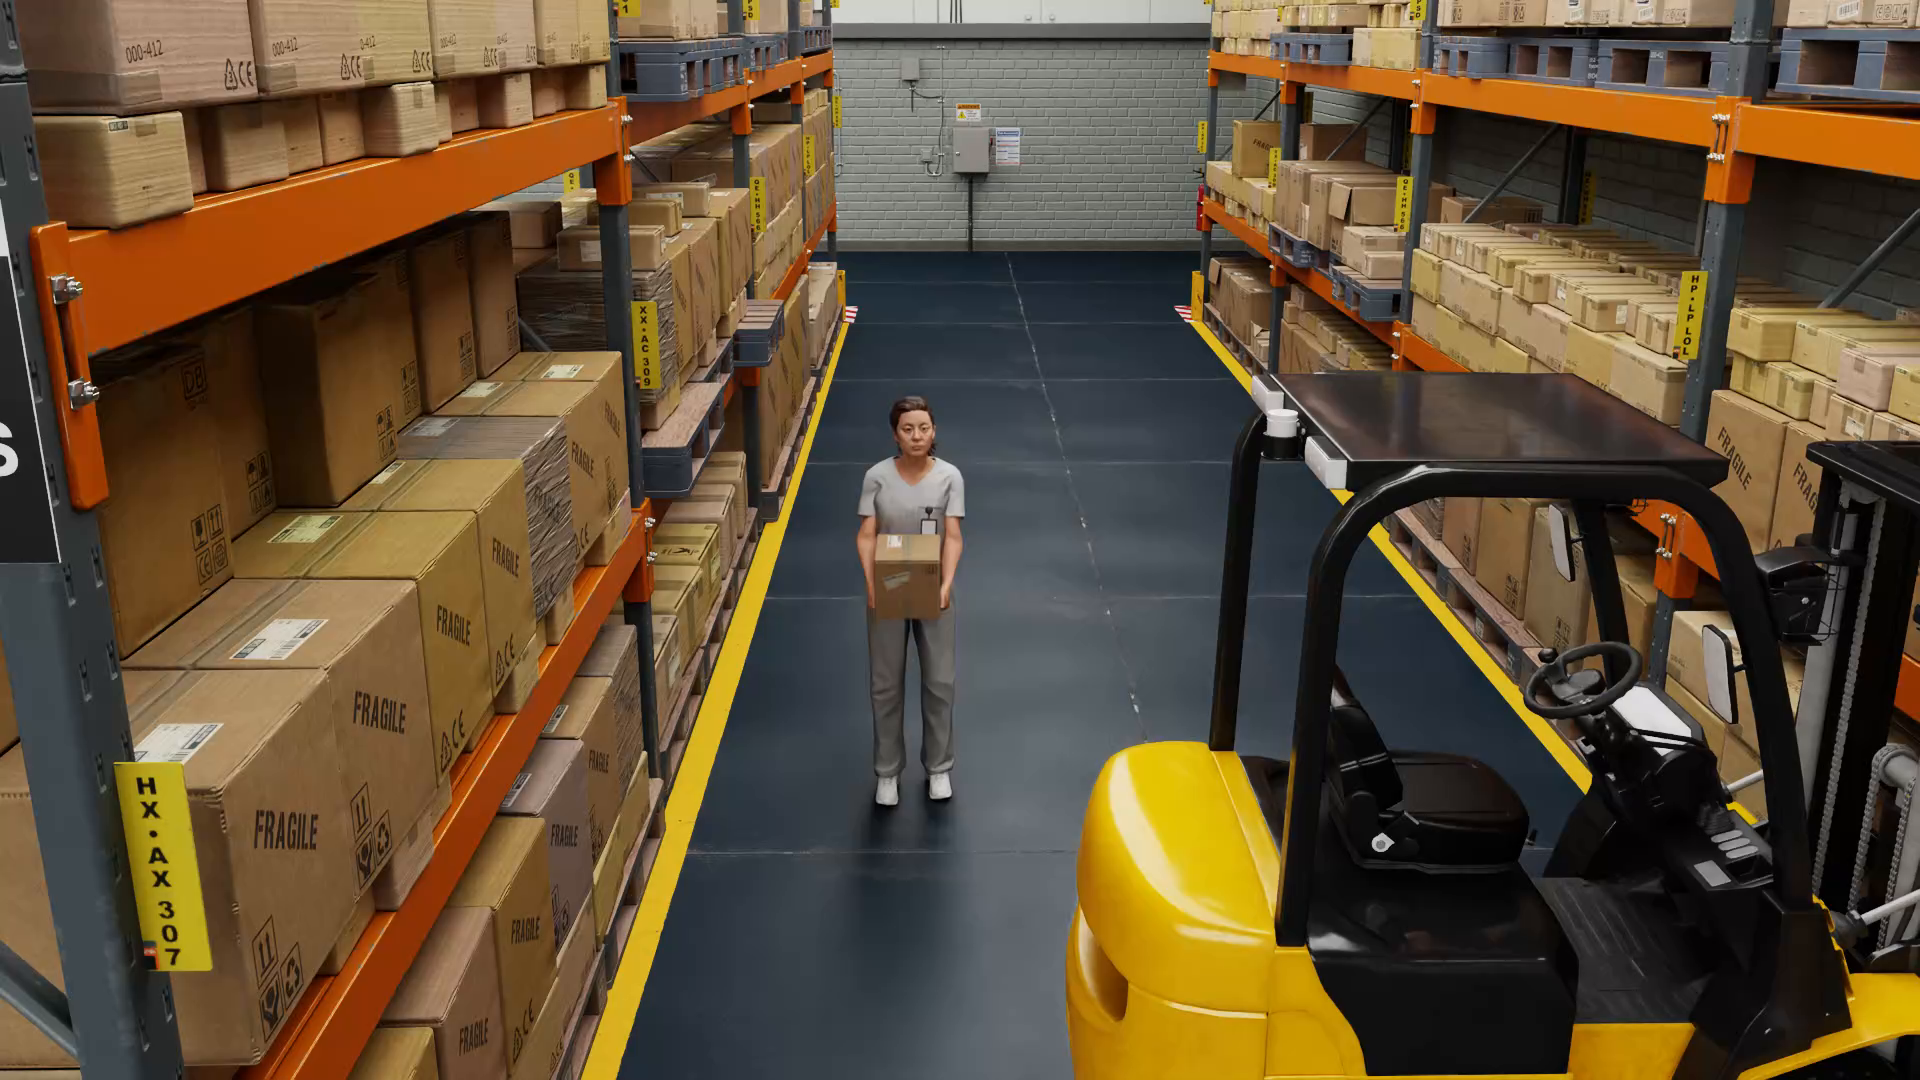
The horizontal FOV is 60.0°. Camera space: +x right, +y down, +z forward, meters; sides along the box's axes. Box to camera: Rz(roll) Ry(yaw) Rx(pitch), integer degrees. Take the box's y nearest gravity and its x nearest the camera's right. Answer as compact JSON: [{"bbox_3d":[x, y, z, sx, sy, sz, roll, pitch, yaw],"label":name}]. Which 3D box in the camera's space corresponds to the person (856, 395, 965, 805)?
[{"bbox_3d":[-0.198,0.263,6.730,0.437,1.658,0.537,0,17,0],"label":"person"}]
